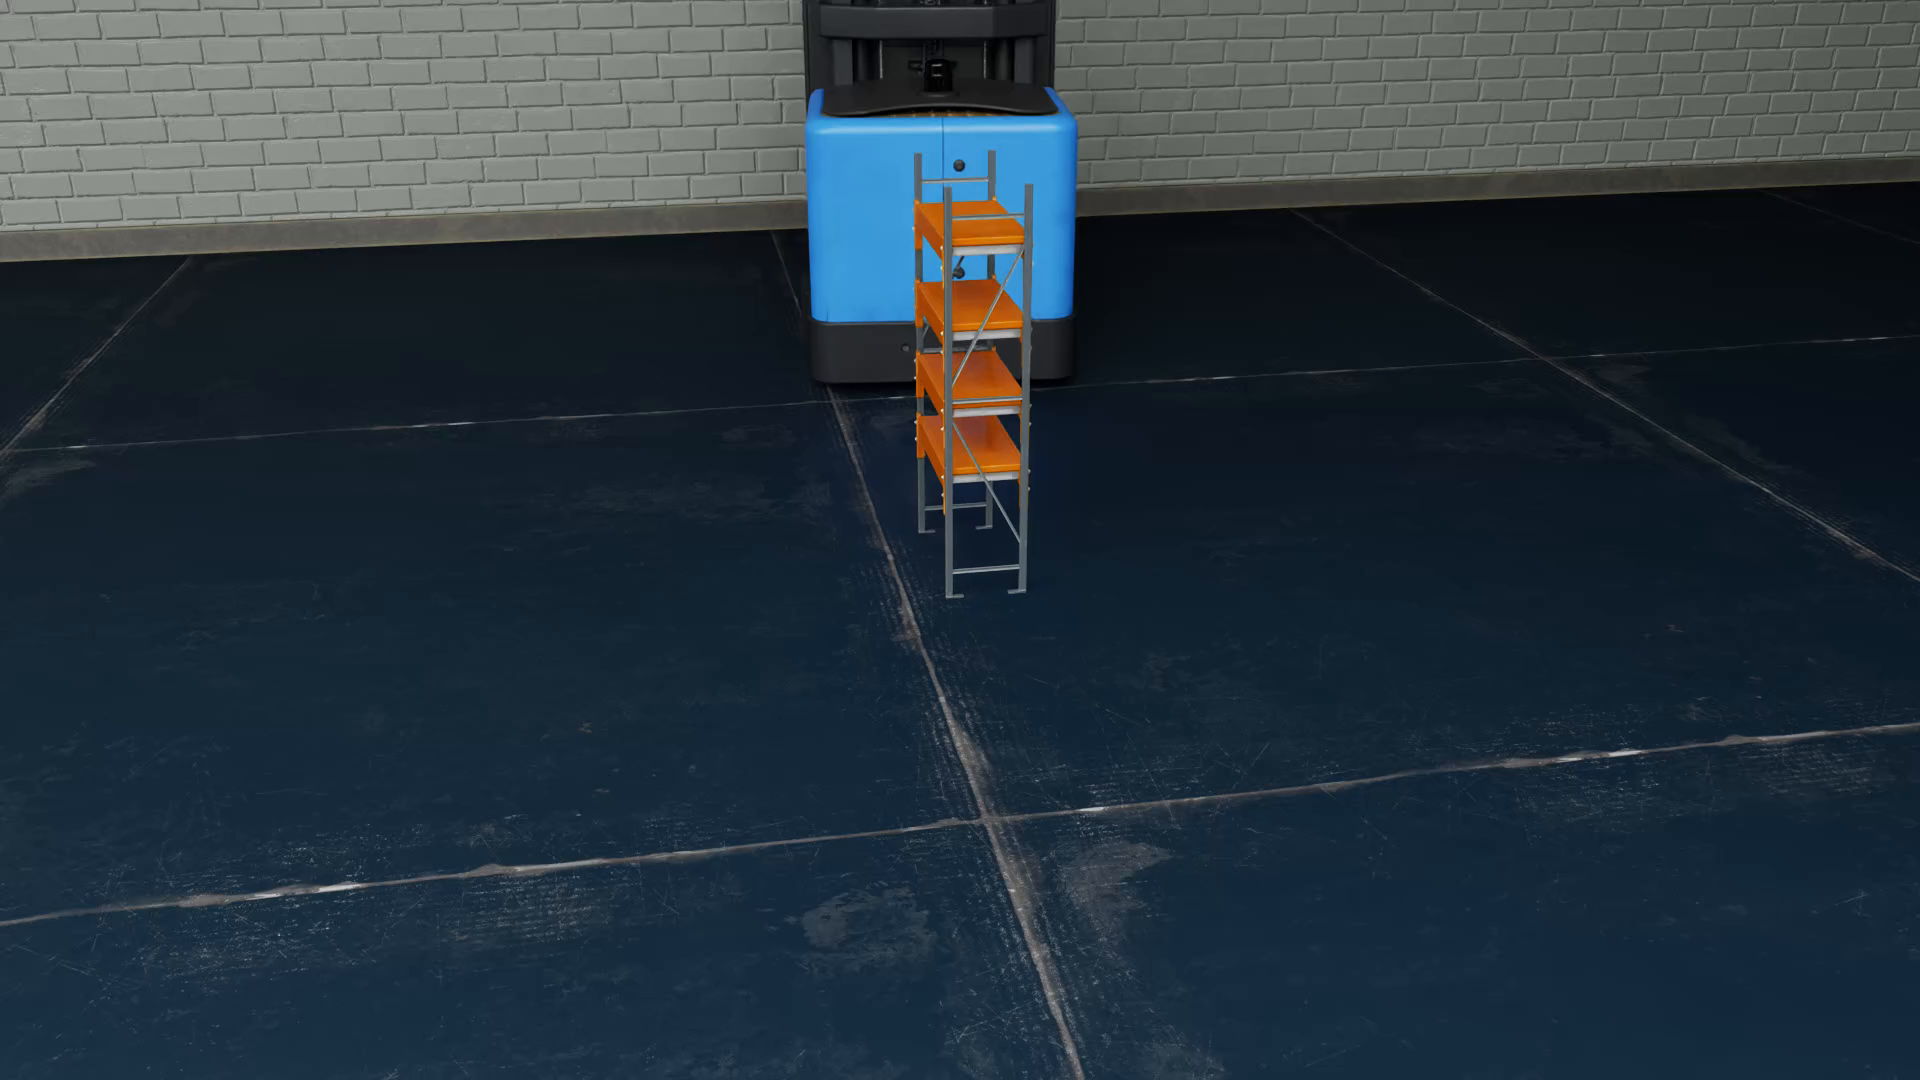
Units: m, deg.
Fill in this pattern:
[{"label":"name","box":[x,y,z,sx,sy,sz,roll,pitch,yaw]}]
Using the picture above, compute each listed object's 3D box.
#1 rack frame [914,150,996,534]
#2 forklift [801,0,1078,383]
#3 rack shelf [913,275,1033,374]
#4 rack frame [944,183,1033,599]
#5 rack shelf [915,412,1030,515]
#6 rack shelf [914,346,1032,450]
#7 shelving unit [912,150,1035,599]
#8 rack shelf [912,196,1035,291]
[{"label":"rack frame","box":[-0.015,-0.581,5.081,0.240,1.200,0.015,-4,24,-10]},{"label":"forklift","box":[-0.147,-2.501,7.315,1.130,2.935,3.031,-1,24,-3]},{"label":"rack shelf","box":[0.031,-0.628,4.798,0.258,0.148,0.480,-4,24,-10]},{"label":"rack frame","box":[0.076,-0.389,4.641,0.240,1.200,0.015,-4,24,-10]},{"label":"rack shelf","box":[0.031,-0.241,4.967,0.258,0.148,0.480,-4,24,-10]},{"label":"rack shelf","box":[0.031,-0.423,4.888,0.258,0.148,0.480,-4,24,-10]},{"label":"shelving unit","box":[0.031,-0.485,4.861,0.258,1.200,0.503,-4,24,-10]},{"label":"rack shelf","box":[0.031,-0.845,4.704,0.258,0.148,0.480,-4,24,-10]}]
